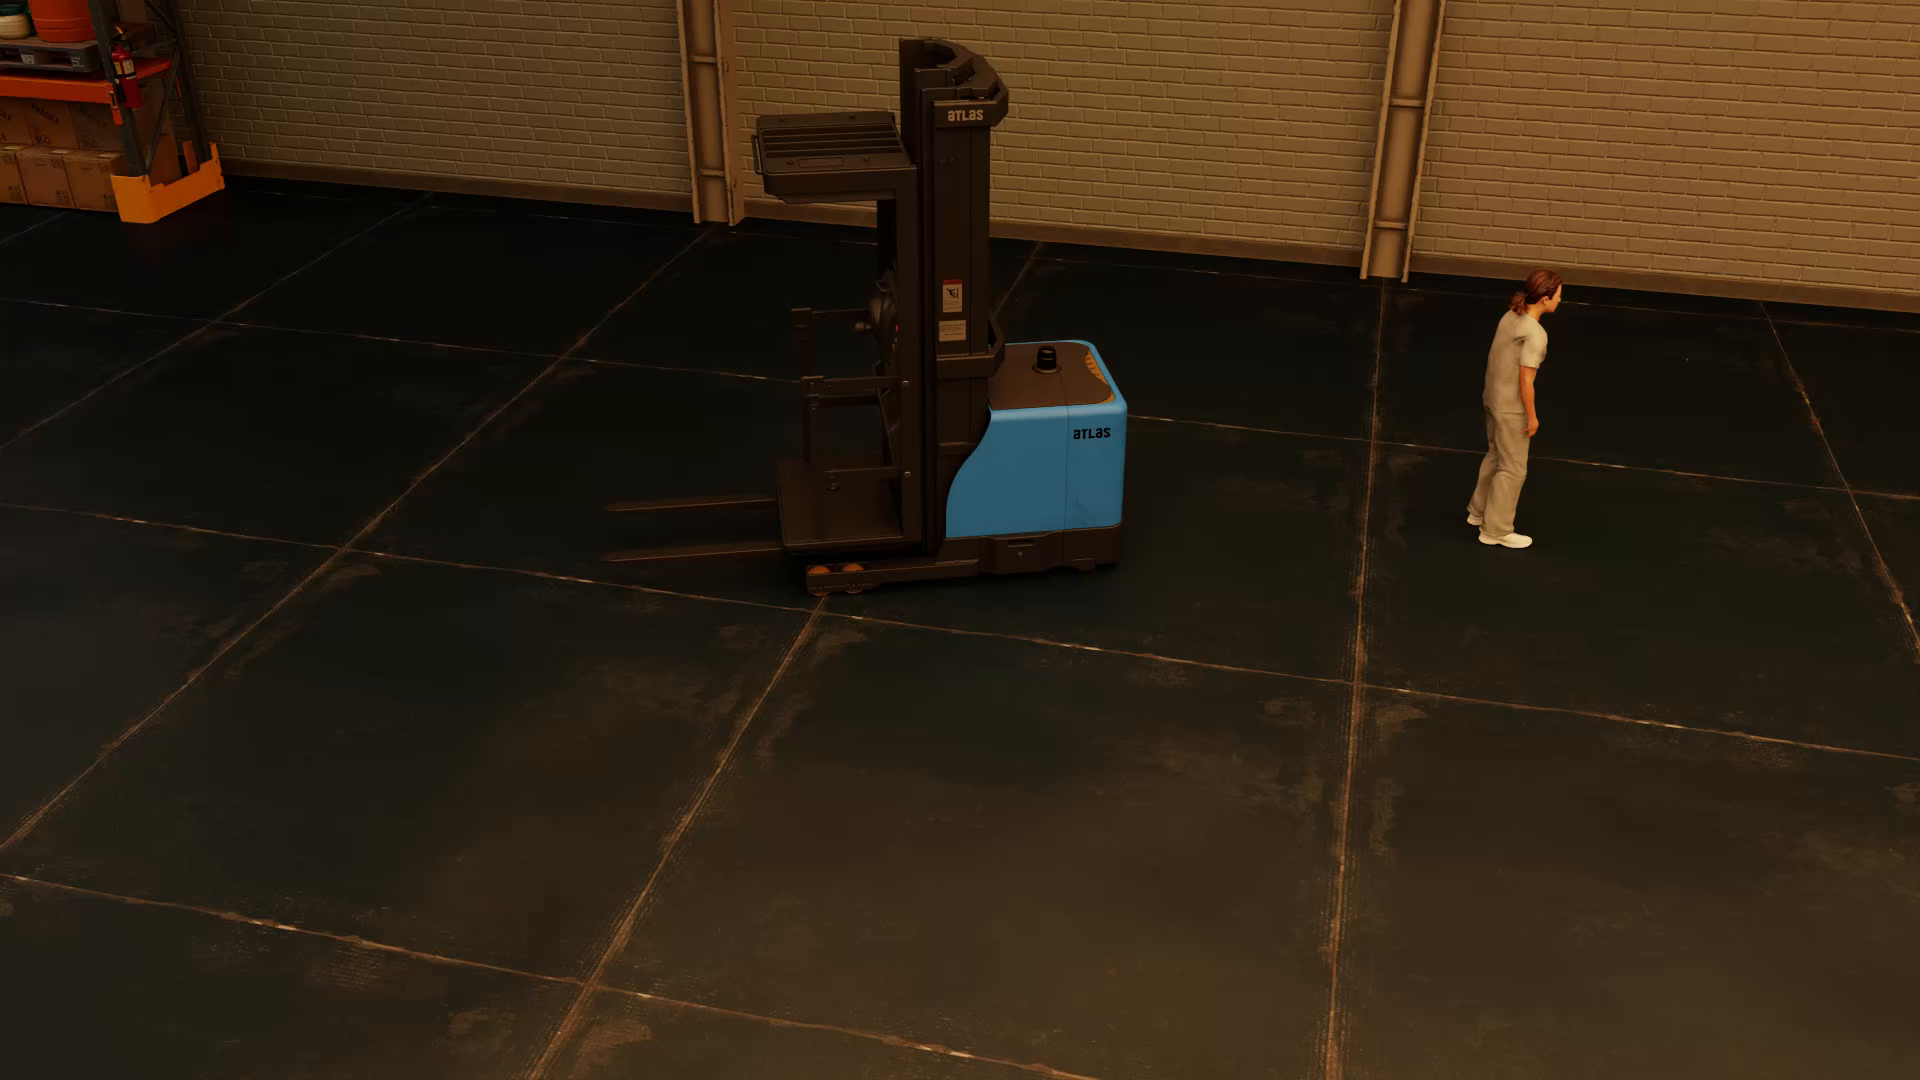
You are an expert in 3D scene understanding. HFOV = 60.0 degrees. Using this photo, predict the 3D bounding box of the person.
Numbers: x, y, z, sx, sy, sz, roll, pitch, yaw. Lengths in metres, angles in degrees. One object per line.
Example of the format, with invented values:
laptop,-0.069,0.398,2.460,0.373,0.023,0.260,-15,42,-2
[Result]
person,3.281,-0.793,9.847,0.353,1.673,0.504,-1,30,-2

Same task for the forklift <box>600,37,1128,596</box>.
forklift,-0.602,-1.232,9.345,3.031,2.935,1.130,-4,30,-7
